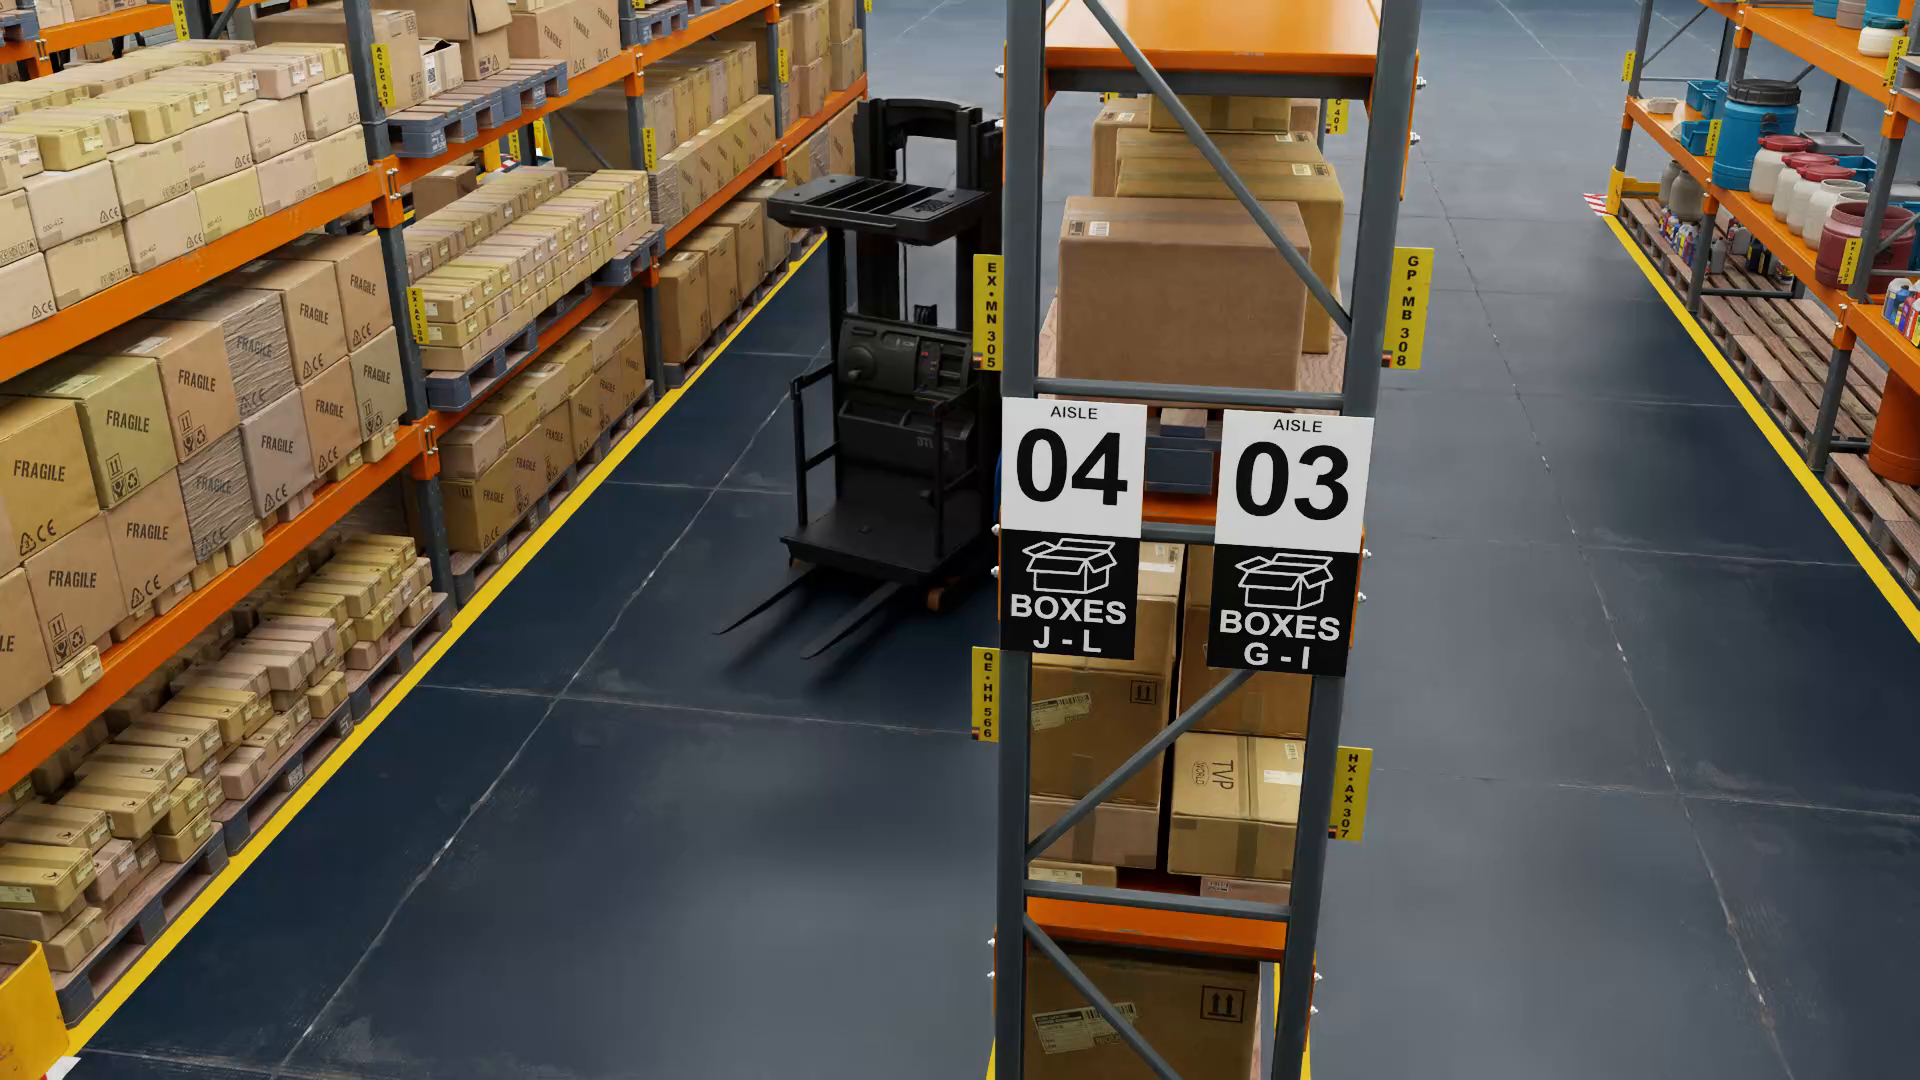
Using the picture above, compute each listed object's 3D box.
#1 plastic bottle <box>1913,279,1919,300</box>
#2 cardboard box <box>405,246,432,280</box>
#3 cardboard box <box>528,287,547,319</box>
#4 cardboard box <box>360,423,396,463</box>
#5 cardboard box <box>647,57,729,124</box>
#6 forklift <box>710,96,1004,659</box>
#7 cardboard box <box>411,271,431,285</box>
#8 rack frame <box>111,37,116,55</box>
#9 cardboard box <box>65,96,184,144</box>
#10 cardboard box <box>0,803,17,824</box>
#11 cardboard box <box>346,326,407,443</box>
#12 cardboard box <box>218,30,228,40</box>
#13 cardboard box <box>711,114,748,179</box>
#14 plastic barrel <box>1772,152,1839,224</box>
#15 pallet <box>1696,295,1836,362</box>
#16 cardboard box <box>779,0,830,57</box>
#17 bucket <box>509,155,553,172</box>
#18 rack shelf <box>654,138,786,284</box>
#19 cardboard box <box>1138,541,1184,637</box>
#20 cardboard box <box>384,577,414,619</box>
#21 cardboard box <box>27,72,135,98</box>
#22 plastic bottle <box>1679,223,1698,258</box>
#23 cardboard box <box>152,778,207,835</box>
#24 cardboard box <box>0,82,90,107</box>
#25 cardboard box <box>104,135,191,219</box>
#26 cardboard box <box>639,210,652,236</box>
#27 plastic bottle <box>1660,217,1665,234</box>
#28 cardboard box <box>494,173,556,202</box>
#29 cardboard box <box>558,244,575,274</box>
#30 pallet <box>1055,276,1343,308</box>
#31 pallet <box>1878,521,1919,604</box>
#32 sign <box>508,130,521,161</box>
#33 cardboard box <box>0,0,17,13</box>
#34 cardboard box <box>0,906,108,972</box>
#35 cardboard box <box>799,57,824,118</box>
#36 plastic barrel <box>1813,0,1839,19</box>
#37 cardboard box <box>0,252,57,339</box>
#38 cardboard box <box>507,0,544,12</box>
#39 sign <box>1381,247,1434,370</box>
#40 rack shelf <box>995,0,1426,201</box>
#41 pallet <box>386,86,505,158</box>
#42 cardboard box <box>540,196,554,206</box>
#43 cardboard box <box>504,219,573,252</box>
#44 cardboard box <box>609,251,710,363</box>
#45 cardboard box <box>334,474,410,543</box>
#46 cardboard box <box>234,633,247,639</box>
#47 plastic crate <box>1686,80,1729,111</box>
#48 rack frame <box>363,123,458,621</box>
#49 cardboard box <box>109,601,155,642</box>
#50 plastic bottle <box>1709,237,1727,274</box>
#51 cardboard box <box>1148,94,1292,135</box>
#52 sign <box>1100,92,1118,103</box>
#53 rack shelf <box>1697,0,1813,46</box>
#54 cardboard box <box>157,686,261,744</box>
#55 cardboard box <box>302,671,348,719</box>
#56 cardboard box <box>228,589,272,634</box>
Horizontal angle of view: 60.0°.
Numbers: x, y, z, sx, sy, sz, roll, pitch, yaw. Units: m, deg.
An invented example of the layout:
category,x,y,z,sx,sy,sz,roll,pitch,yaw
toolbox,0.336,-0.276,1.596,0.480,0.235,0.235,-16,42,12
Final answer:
category,x,y,z,sx,sy,sz,roll,pitch,yaw
plastic bottle,6.573,-1.630,11.340,0.152,0.276,0.135,4,25,9
cardboard box,-3.601,-1.769,10.589,0.380,0.149,0.250,4,25,8
cardboard box,-2.918,-1.553,10.830,0.380,0.149,0.250,3,25,6
cardboard box,-3.354,-0.546,9.176,0.380,0.149,0.250,3,25,7
cardboard box,-2.537,-4.121,15.217,0.700,0.500,0.500,4,25,9
forklift,-0.439,-1.094,10.130,1.130,2.935,3.031,13,28,25
cardboard box,-3.608,-1.631,10.646,0.380,0.149,0.250,3,25,7
rack frame,-11.440,-6.573,21.754,1.000,3.000,0.127,4,25,9
cardboard box,-3.593,-1.809,7.155,0.380,0.149,0.250,4,25,8
cardboard box,-4.324,1.253,7.200,0.380,0.149,0.250,5,25,10
cardboard box,-3.404,-0.869,9.100,0.500,0.500,0.500,4,25,9
cardboard box,-7.622,-5.050,16.770,0.380,0.149,0.250,4,25,8
cardboard box,-2.283,-3.643,15.376,0.500,0.500,0.500,4,25,9
plastic barrel,6.974,-2.898,13.742,0.433,0.535,0.433,0,25,0
pallet,7.376,-1.934,15.133,1.003,0.211,1.213,4,25,9
cardboard box,-1.925,-5.643,18.316,0.875,0.550,0.500,4,25,9
bucket,-4.549,-3.680,17.641,0.726,0.611,0.620,13,38,26
rack shelf,-2.624,-3.095,15.172,1.077,0.370,4.000,4,25,9
cardboard box,0.684,0.217,7.075,0.500,0.250,0.500,4,25,9
cardboard box,-3.374,0.323,9.539,0.380,0.149,0.250,3,25,6
cardboard box,-4.063,-2.068,7.709,0.380,0.149,0.250,3,25,7
plastic bottle,7.372,-3.032,16.795,0.144,0.351,0.185,4,25,8
cardboard box,-3.717,1.208,7.648,0.380,0.149,0.250,5,26,10
cardboard box,-4.153,-1.958,7.472,0.380,0.149,0.250,5,26,11
cardboard box,-3.670,-1.561,7.096,0.500,0.250,0.500,3,25,7
cardboard box,-2.578,-2.422,12.688,0.380,0.149,0.250,4,25,9
plastic bottle,7.500,-3.353,17.657,0.097,0.201,0.097,0,25,0
cardboard box,-3.258,-2.638,12.446,0.380,0.149,0.250,3,25,7
cardboard box,-2.832,-1.909,11.241,0.380,0.149,0.250,4,25,7
pallet,0.927,-0.993,6.400,1.003,0.211,1.213,4,25,9
pallet,6.523,0.249,10.469,1.003,0.211,1.213,4,25,9
sign,-3.498,-3.146,13.066,0.100,0.325,0.005,4,25,9
cardboard box,-7.763,-4.312,12.769,0.797,0.503,0.637,2,25,5
cardboard box,-3.856,1.666,7.020,0.380,0.149,0.250,5,25,10
cardboard box,-1.976,-4.929,18.066,0.875,0.550,0.550,4,25,9
plastic barrel,7.598,-4.886,14.020,0.600,0.901,0.708,4,25,9
cardboard box,-3.842,-0.919,6.313,0.500,0.250,0.500,5,26,10
cardboard box,-2.950,-3.608,10.861,0.396,0.266,0.258,4,25,9
sign,1.166,-0.602,4.334,0.100,0.325,0.005,4,25,9
rack shelf,0.946,-1.899,6.012,1.077,0.370,4.000,4,25,9
pallet,-3.398,-2.436,9.598,1.213,0.211,1.003,4,25,9
cardboard box,-3.270,-2.493,12.489,0.380,0.149,0.250,5,26,11
cardboard box,-2.835,-2.044,11.177,0.380,0.149,0.250,5,26,10
cardboard box,-2.762,-2.004,14.151,1.050,0.750,0.750,4,25,8
cardboard box,-3.732,-0.296,10.798,0.500,0.500,0.500,4,25,8
cardboard box,-3.983,0.514,9.131,0.380,0.149,0.250,3,25,6
plastic crate,8.334,-4.904,18.363,0.499,0.251,0.616,4,25,9
rack frame,-3.604,-0.911,9.658,1.000,3.000,0.127,4,25,9
cardboard box,-3.808,0.315,7.335,0.380,0.149,0.250,4,25,8
plastic bottle,7.430,-2.807,16.314,0.144,0.351,0.185,4,25,9
cardboard box,0.959,-1.675,6.137,0.500,0.250,0.500,3,25,7
sign,0.736,-2.294,8.093,0.100,0.325,0.005,4,25,9
rack shelf,7.793,-5.397,16.553,1.077,0.370,4.000,4,25,9
cardboard box,-3.641,0.846,8.070,0.380,0.149,0.250,4,25,9
cardboard box,-3.501,0.810,8.848,0.380,0.149,0.250,4,25,8
cardboard box,-3.981,0.381,9.064,0.380,0.149,0.250,3,25,7
